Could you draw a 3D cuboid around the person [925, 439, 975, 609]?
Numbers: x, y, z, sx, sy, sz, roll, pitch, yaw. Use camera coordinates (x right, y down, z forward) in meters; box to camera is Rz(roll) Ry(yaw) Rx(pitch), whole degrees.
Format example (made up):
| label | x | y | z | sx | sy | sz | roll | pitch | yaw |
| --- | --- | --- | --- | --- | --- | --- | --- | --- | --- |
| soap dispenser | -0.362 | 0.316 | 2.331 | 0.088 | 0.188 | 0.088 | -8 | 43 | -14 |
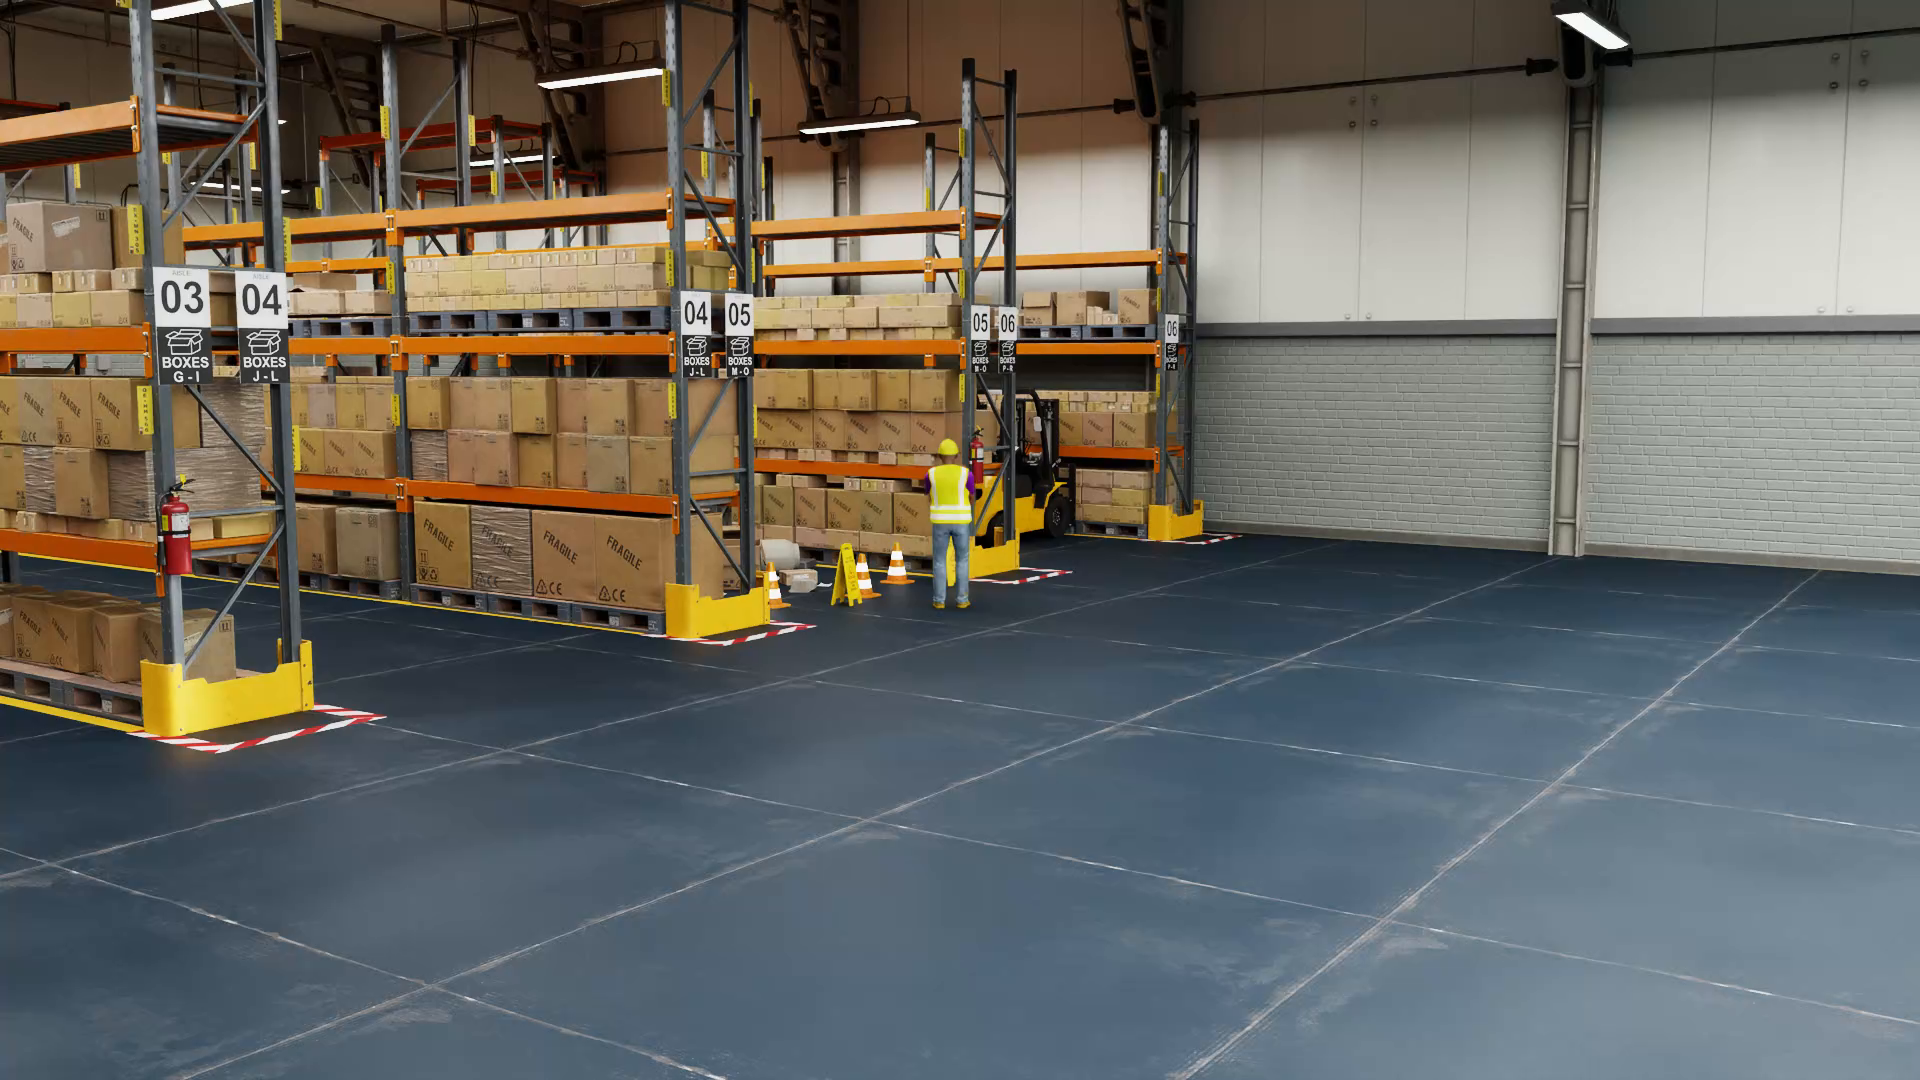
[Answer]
| label | x | y | z | sx | sy | sz | roll | pitch | yaw |
| --- | --- | --- | --- | --- | --- | --- | --- | --- | --- |
| person | -0.099 | -0.180 | 17.329 | 0.514 | 1.765 | 0.578 | 0 | 6 | 4 |
